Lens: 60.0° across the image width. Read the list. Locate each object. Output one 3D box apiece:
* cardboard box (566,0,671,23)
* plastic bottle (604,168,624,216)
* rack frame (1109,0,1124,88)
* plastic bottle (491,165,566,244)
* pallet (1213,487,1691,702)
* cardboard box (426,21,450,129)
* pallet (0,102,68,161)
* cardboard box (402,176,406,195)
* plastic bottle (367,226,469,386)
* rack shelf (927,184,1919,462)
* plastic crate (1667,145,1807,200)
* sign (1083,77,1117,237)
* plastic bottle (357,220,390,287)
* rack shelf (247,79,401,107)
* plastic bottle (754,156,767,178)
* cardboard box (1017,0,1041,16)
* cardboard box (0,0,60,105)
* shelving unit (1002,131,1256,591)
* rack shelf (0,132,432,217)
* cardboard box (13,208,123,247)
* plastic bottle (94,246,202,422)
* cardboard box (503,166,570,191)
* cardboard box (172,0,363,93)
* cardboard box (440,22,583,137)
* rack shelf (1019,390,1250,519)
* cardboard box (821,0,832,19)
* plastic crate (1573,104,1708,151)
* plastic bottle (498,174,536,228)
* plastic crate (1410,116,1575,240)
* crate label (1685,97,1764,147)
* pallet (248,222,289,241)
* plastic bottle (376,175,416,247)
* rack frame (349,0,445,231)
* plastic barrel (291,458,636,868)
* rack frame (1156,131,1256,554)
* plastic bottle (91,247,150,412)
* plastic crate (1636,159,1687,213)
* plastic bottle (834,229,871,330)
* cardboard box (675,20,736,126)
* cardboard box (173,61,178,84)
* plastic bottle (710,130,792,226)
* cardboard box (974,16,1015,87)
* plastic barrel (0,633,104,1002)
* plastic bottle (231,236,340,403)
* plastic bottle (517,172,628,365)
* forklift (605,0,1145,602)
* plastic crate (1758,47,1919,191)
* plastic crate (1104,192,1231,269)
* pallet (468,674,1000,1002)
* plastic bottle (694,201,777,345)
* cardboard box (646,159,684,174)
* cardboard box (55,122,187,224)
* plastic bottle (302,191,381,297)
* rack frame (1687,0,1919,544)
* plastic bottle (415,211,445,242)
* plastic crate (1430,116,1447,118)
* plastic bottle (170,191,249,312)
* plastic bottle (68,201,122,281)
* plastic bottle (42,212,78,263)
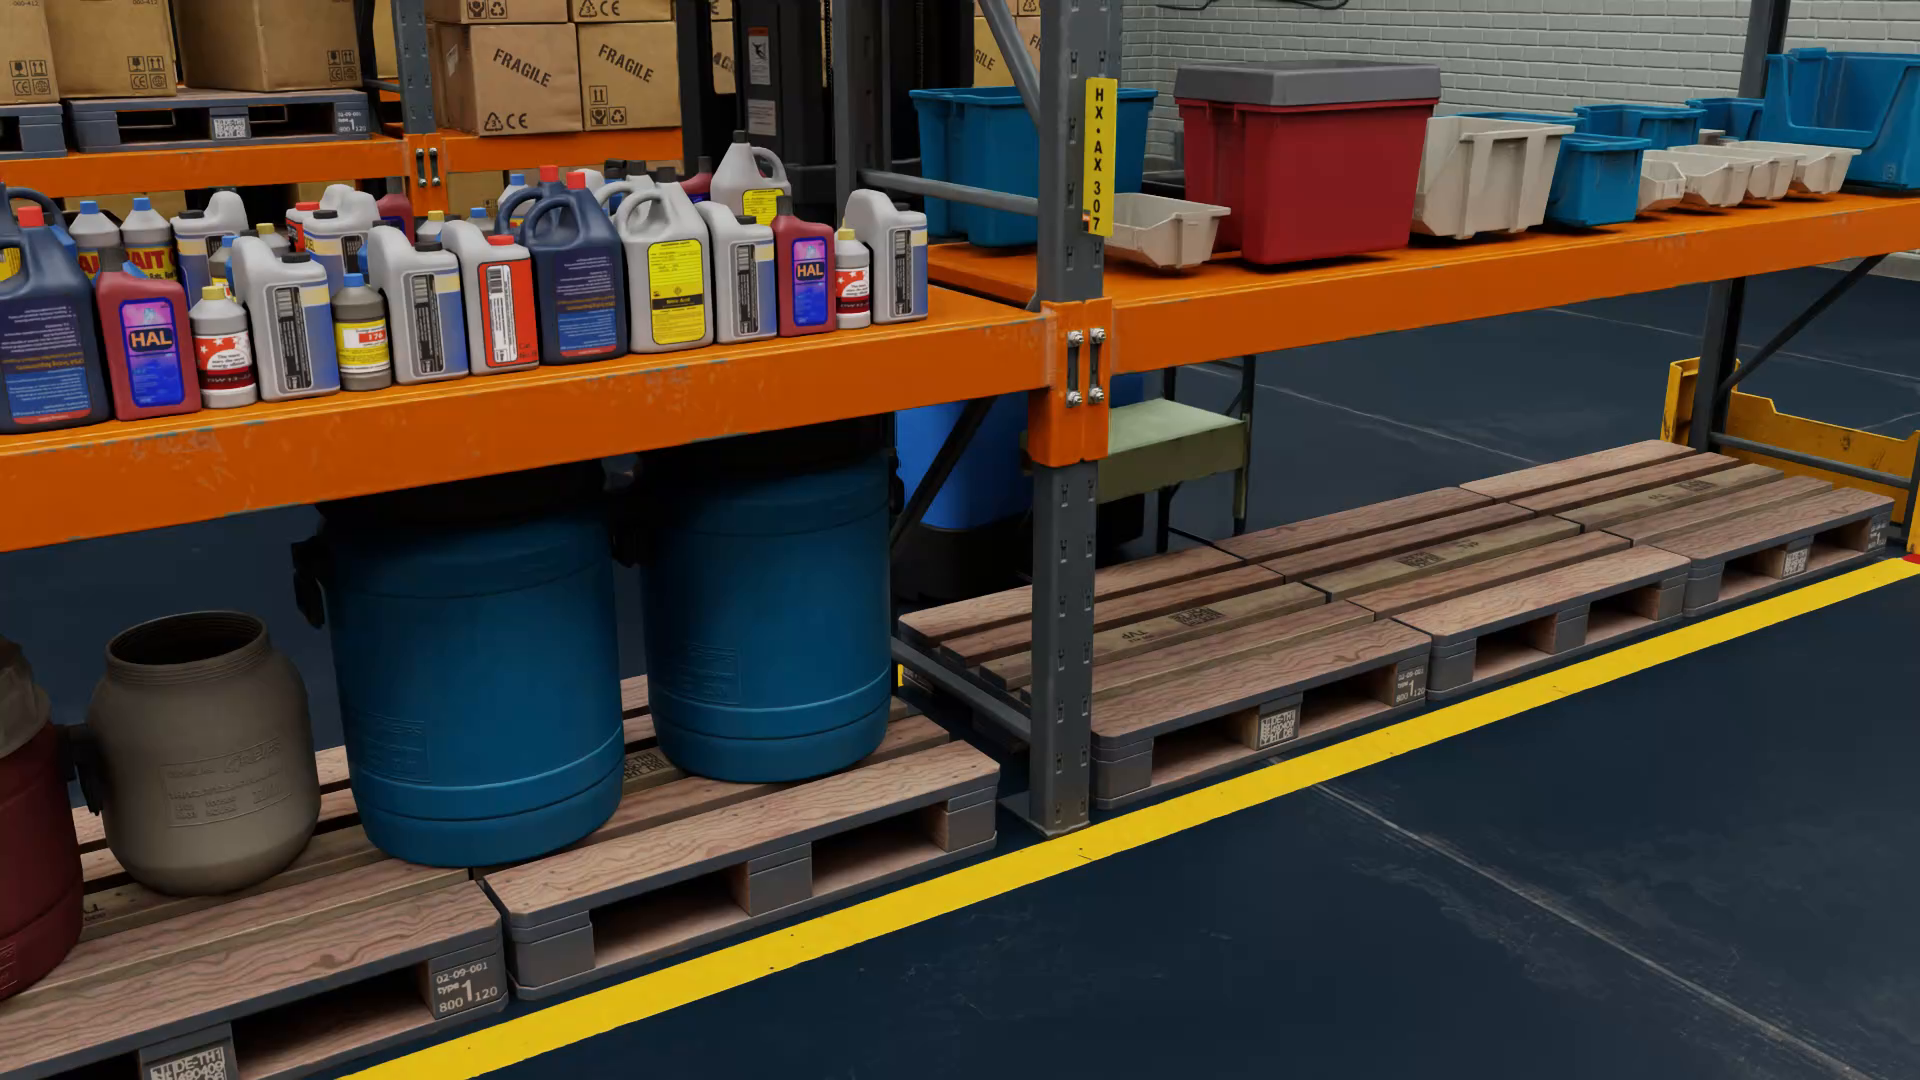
[{"bbox_3d":[-1.747,-2.775,8.051,0.500,0.500,0.500,-13,22,-33],"label":"cardboard box"},{"bbox_3d":[-0.824,-0.752,3.987,0.097,0.271,0.097,0,19,0],"label":"plastic bottle"},{"bbox_3d":[0.615,-2.860,10.020,0.127,3.000,1.000,-12,22,-31],"label":"rack frame"},{"bbox_3d":[-0.826,-0.563,3.302,0.185,0.351,0.144,-12,22,-31],"label":"plastic bottle"},{"bbox_3d":[1.608,0.135,5.514,1.213,0.211,1.003,-12,22,-31],"label":"pallet"},{"bbox_3d":[-2.449,-2.359,8.383,0.500,0.500,0.500,-11,22,-31],"label":"cardboard box"},{"bbox_3d":[-4.445,-1.703,6.899,1.213,0.211,1.003,-12,22,-31],"label":"pallet"},{"bbox_3d":[-4.351,-2.686,12.754,0.500,0.500,0.700,-12,22,-32],"label":"cardboard box"},{"bbox_3d":[-0.995,-0.438,3.050,0.135,0.276,0.152,-12,22,-31],"label":"plastic bottle"},{"bbox_3d":[1.666,-0.841,5.172,4.000,0.370,1.077,-12,22,-31],"label":"rack shelf"},{"bbox_3d":[2.505,-1.198,5.423,0.243,0.136,0.396,-12,22,-31],"label":"plastic crate"},{"bbox_3d":[0.296,-0.813,3.534,0.005,0.325,0.100,-12,22,-31],"label":"sign"},{"bbox_3d":[-1.079,-0.466,3.140,0.097,0.271,0.097,0,19,0],"label":"plastic bottle"},{"bbox_3d":[-3.783,-3.491,13.010,4.000,0.370,1.077,-12,22,-31],"label":"rack shelf"},{"bbox_3d":[-0.545,-0.824,4.180,0.133,0.283,0.061,-12,22,-31],"label":"plastic bottle"},{"bbox_3d":[0.395,-3.229,9.394,0.500,0.500,0.500,-12,22,-32],"label":"cardboard box"},{"bbox_3d":[-4.167,-2.074,6.883,0.700,0.500,0.500,16,24,39],"label":"cardboard box"},{"bbox_3d":[0.564,-0.536,5.466,0.755,1.500,0.431,-15,24,-36],"label":"shelving unit"},{"bbox_3d":[-4.396,-1.462,7.009,4.000,0.370,1.077,-12,22,-31],"label":"rack shelf"},{"bbox_3d":[-4.099,-1.338,7.565,0.500,0.250,0.500,-12,22,-31],"label":"cardboard box"},{"bbox_3d":[-1.356,-0.348,2.771,0.133,0.283,0.061,-12,22,-31],"label":"plastic bottle"},{"bbox_3d":[-3.480,-2.872,13.303,0.500,0.500,0.700,-13,22,-33],"label":"cardboard box"},{"bbox_3d":[-3.244,-2.378,7.782,0.700,0.500,0.500,14,23,35],"label":"cardboard box"},{"bbox_3d":[-2.150,-2.219,7.969,0.500,0.500,0.500,-11,22,-30],"label":"cardboard box"},{"bbox_3d":[0.563,-0.229,5.574,0.720,0.370,0.431,-15,24,-36],"label":"rack shelf"},{"bbox_3d":[-0.886,-2.956,8.589,0.500,0.500,0.500,-11,22,-30],"label":"cardboard box"},{"bbox_3d":[2.399,-1.412,5.905,0.300,0.233,0.416,-12,22,-31],"label":"plastic crate"},{"bbox_3d":[-1.018,-0.711,3.866,0.097,0.271,0.097,0,19,0],"label":"plastic bottle"},{"bbox_3d":[1.372,-1.021,4.674,0.530,0.282,0.437,-12,22,-31],"label":"plastic crate"},{"bbox_3d":[2.949,-1.528,6.248,0.303,0.233,0.416,-12,22,-31],"label":"crate label"},{"bbox_3d":[-4.775,-2.271,12.634,1.213,0.211,1.003,-12,22,-31],"label":"pallet"},{"bbox_3d":[-1.287,-0.667,3.717,0.133,0.283,0.061,-12,22,-31],"label":"plastic bottle"},{"bbox_3d":[-2.726,-2.155,7.936,0.127,3.000,1.000,-12,22,-31],"label":"rack frame"},{"bbox_3d":[-1.060,0.182,3.644,0.708,0.901,0.600,-12,22,-31],"label":"plastic barrel"},{"bbox_3d":[0.851,-0.611,5.680,0.023,1.500,0.400,-15,24,-36],"label":"rack frame"},{"bbox_3d":[-1.415,-0.360,2.827,0.097,0.271,0.097,0,19,0],"label":"plastic bottle"},{"bbox_3d":[2.048,-1.086,5.090,0.250,0.136,0.298,-12,22,-31],"label":"plastic crate"},{"bbox_3d":[-0.238,-0.552,3.503,0.097,0.201,0.097,0,19,0],"label":"plastic bottle"},{"bbox_3d":[-1.305,-2.398,8.498,0.500,0.500,0.500,-12,22,-32],"label":"cardboard box"},{"bbox_3d":[-5.580,-3.235,11.490,0.250,0.149,0.380,-12,22,-31],"label":"cardboard box"},{"bbox_3d":[-0.511,-0.824,4.074,0.185,0.351,0.144,-12,22,-31],"label":"plastic bottle"},{"bbox_3d":[-0.041,-2.663,9.282,0.500,0.500,0.500,-12,22,-31],"label":"cardboard box"},{"bbox_3d":[-2.003,0.529,3.106,0.708,0.588,0.600,-12,22,-31],"label":"plastic barrel"},{"bbox_3d":[-1.188,-0.397,2.929,0.135,0.276,0.152,-12,22,-31],"label":"plastic bottle"},{"bbox_3d":[-0.747,-0.524,3.188,0.185,0.351,0.144,-12,22,-31],"label":"plastic bottle"},{"bbox_3d":[-0.739,-1.565,6.298,3.031,2.935,1.130,17,25,41],"label":"forklift"},{"bbox_3d":[3.159,-1.470,5.761,0.499,0.435,0.616,-12,22,-31],"label":"plastic crate"},{"bbox_3d":[0.463,-0.777,4.177,0.243,0.136,0.396,-12,22,-31],"label":"plastic crate"},{"bbox_3d":[-0.672,0.616,4.092,1.213,0.211,1.003,-12,22,-31],"label":"pallet"},{"bbox_3d":[-0.461,-0.550,3.383,0.135,0.276,0.152,-12,22,-31],"label":"plastic bottle"},{"bbox_3d":[-2.642,-3.049,13.826,0.500,0.500,0.700,-12,22,-31],"label":"cardboard box"},{"bbox_3d":[-5.925,-2.511,11.688,0.750,0.750,0.750,-12,22,-31],"label":"cardboard box"},{"bbox_3d":[-1.290,-0.587,3.492,0.135,0.276,0.152,-12,22,-31],"label":"plastic bottle"},{"bbox_3d":[3.336,-1.534,6.099,0.127,3.000,1.000,-12,22,-31],"label":"rack frame"},{"bbox_3d":[-1.181,-0.644,3.776,0.097,0.201,0.097,0,19,0],"label":"plastic bottle"},{"bbox_3d":[1.599,-1.243,5.405,0.300,0.233,0.416,-12,22,-31],"label":"plastic crate"},{"bbox_3d":[-1.568,-0.587,3.491,0.135,0.276,0.152,-12,22,-31],"label":"plastic bottle"},{"bbox_3d":[-1.761,-0.555,3.403,0.097,0.271,0.097,0,19,0],"label":"plastic bottle"},{"bbox_3d":[-1.763,-0.499,3.238,0.097,0.271,0.097,0,19,0],"label":"plastic bottle"}]
